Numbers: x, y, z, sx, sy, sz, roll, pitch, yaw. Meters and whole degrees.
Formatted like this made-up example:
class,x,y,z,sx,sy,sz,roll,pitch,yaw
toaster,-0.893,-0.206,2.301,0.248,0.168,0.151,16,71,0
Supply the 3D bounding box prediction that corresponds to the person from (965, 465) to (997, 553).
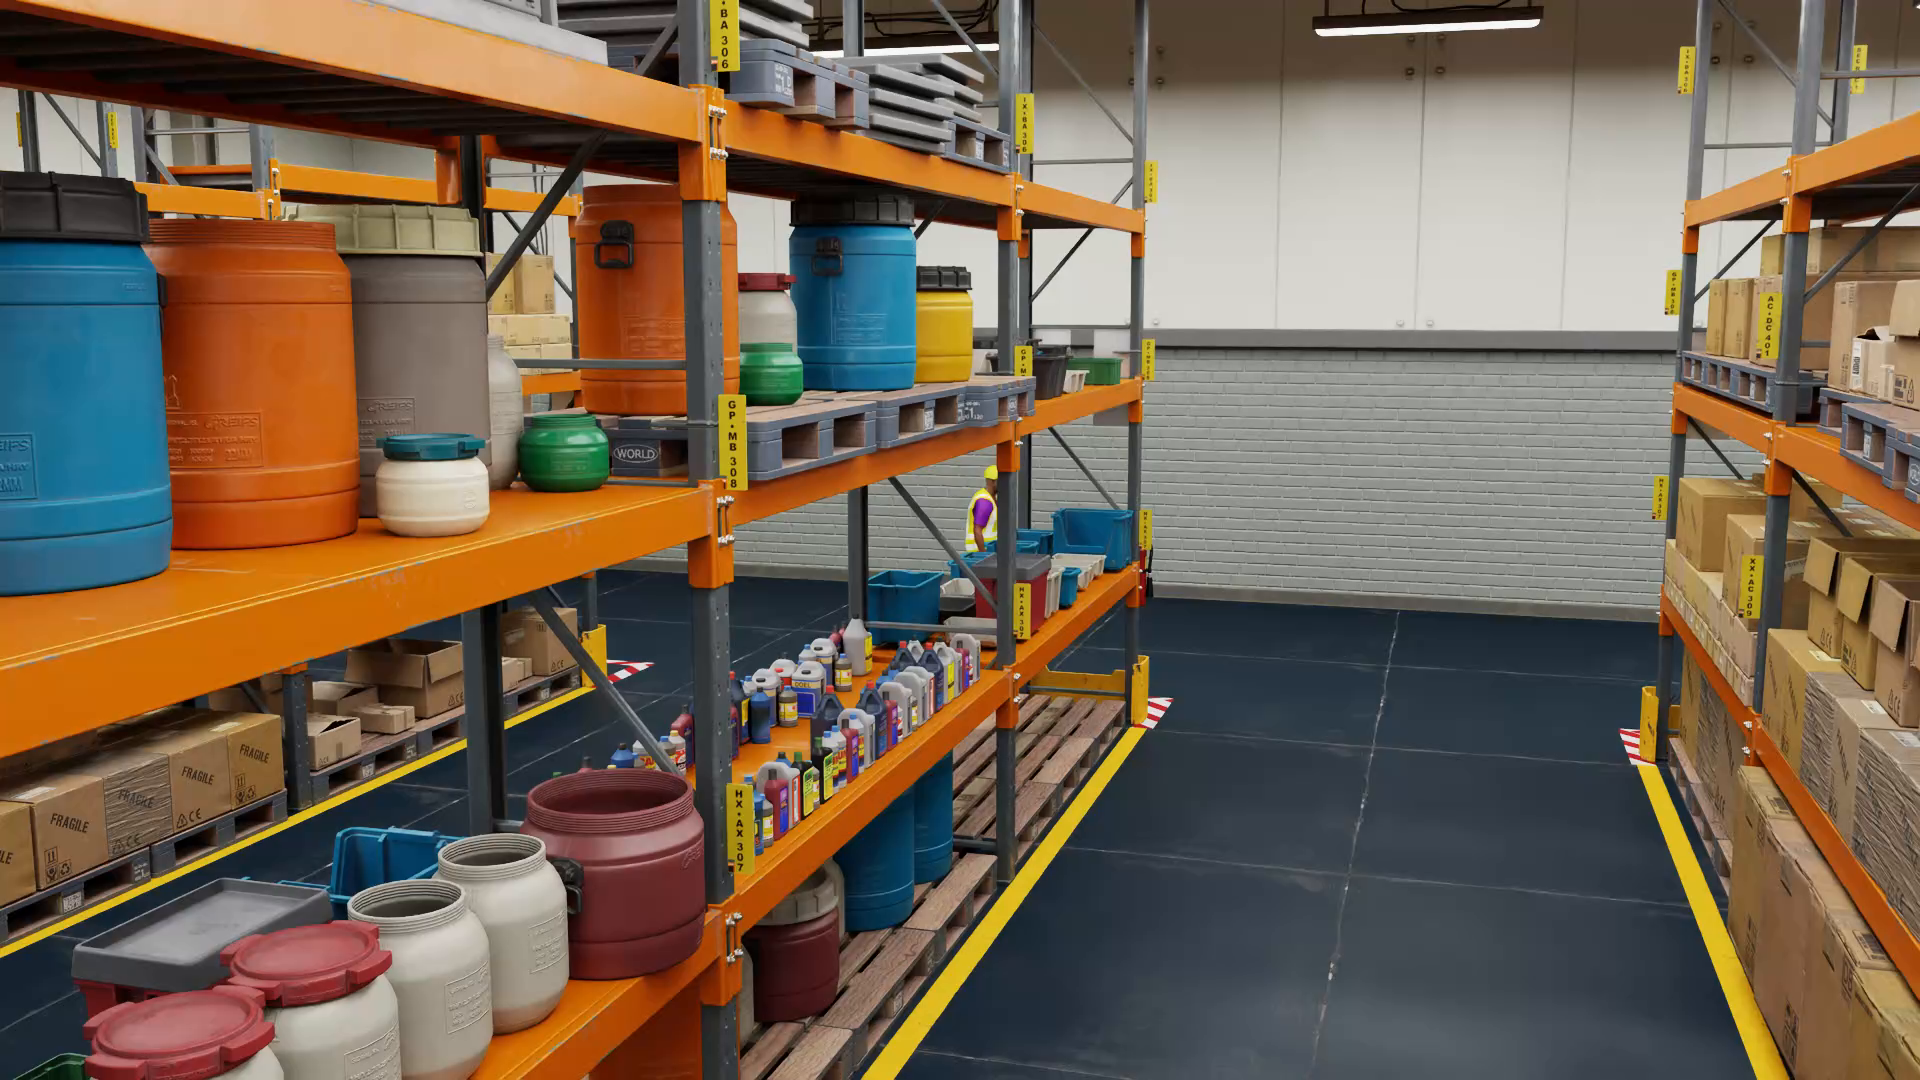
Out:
class,x,y,z,sx,sy,sz,roll,pitch,yaw
person,0.295,0.113,16.992,0.461,1.759,0.621,2,9,14
